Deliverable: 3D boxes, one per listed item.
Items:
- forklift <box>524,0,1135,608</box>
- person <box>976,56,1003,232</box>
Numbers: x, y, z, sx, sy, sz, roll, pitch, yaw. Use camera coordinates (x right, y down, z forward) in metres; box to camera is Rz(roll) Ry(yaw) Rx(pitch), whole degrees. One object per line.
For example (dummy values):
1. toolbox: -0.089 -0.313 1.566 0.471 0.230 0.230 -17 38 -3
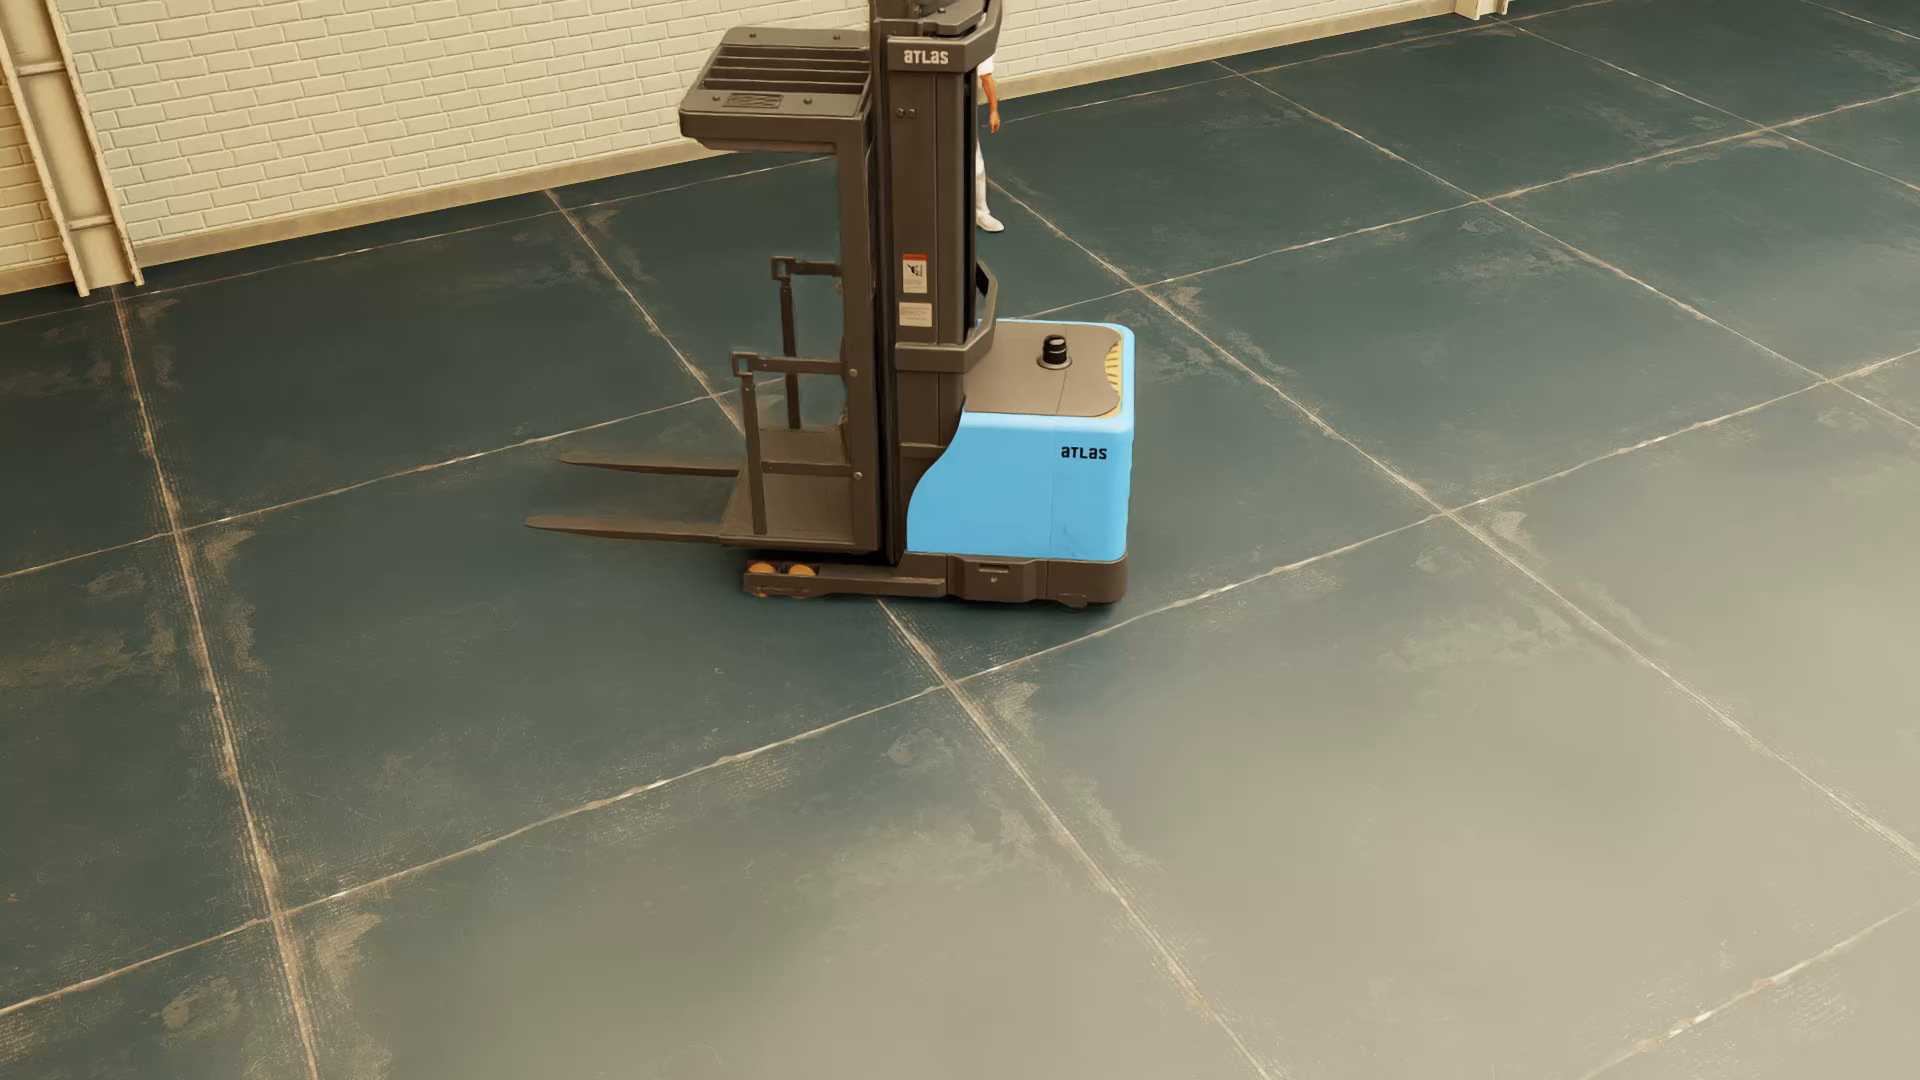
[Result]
1. forklift: -0.662 -1.206 7.829 3.031 2.935 1.130 3 35 4
2. person: -0.119 -2.950 11.376 0.901 1.733 0.476 7 36 10
